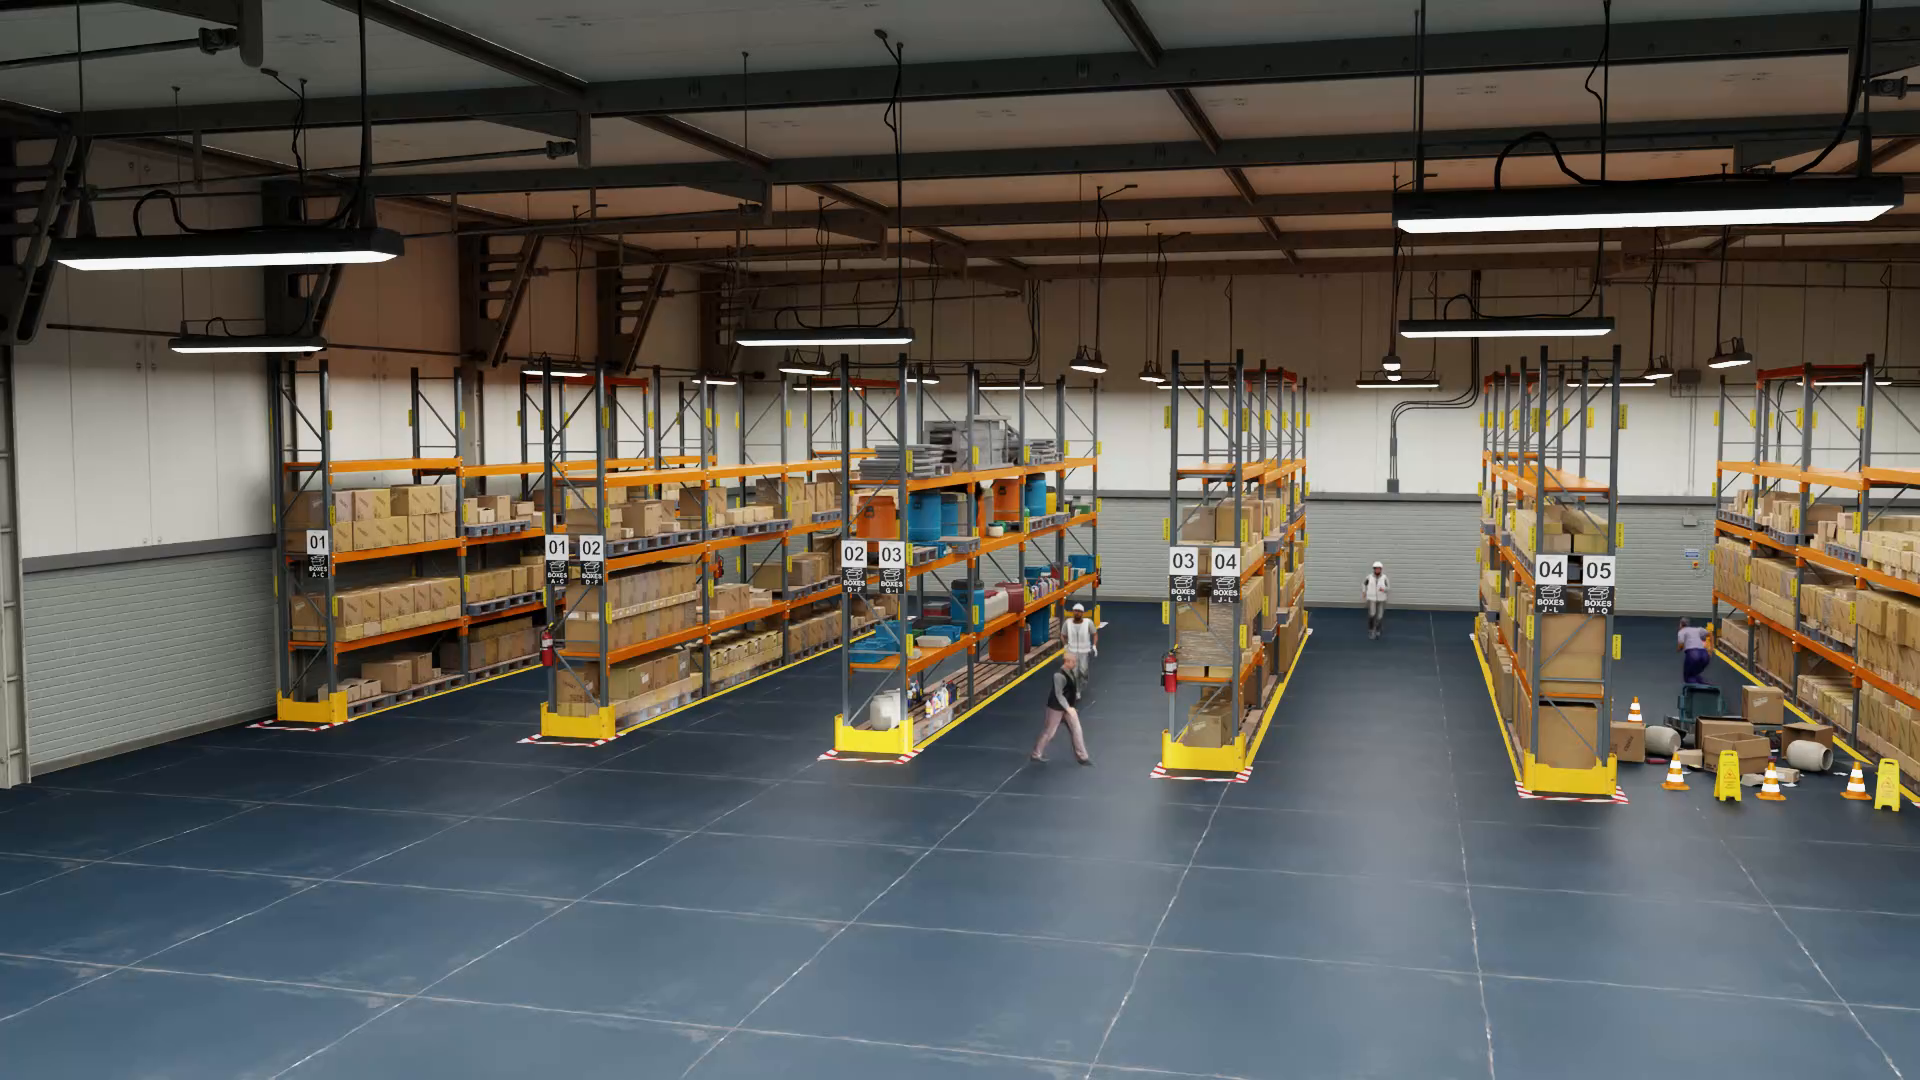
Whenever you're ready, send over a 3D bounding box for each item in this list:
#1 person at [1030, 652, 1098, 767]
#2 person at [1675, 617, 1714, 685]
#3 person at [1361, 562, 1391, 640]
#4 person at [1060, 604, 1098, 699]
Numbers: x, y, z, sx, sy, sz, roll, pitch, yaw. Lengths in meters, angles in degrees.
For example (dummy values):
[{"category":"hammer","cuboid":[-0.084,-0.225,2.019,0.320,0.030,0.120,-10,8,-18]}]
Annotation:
[{"category":"person","cuboid":[1.456,2.454,24.029,0.923,1.710,0.642,3,5,34]},{"category":"person","cuboid":[13.164,2.135,29.761,0.636,1.466,0.764,-1,4,-13]},{"category":"person","cuboid":[9.505,1.394,37.962,0.622,1.800,0.726,0,4,6]},{"category":"person","cuboid":[2.130,1.998,29.815,0.674,1.725,0.630,0,4,6]}]
